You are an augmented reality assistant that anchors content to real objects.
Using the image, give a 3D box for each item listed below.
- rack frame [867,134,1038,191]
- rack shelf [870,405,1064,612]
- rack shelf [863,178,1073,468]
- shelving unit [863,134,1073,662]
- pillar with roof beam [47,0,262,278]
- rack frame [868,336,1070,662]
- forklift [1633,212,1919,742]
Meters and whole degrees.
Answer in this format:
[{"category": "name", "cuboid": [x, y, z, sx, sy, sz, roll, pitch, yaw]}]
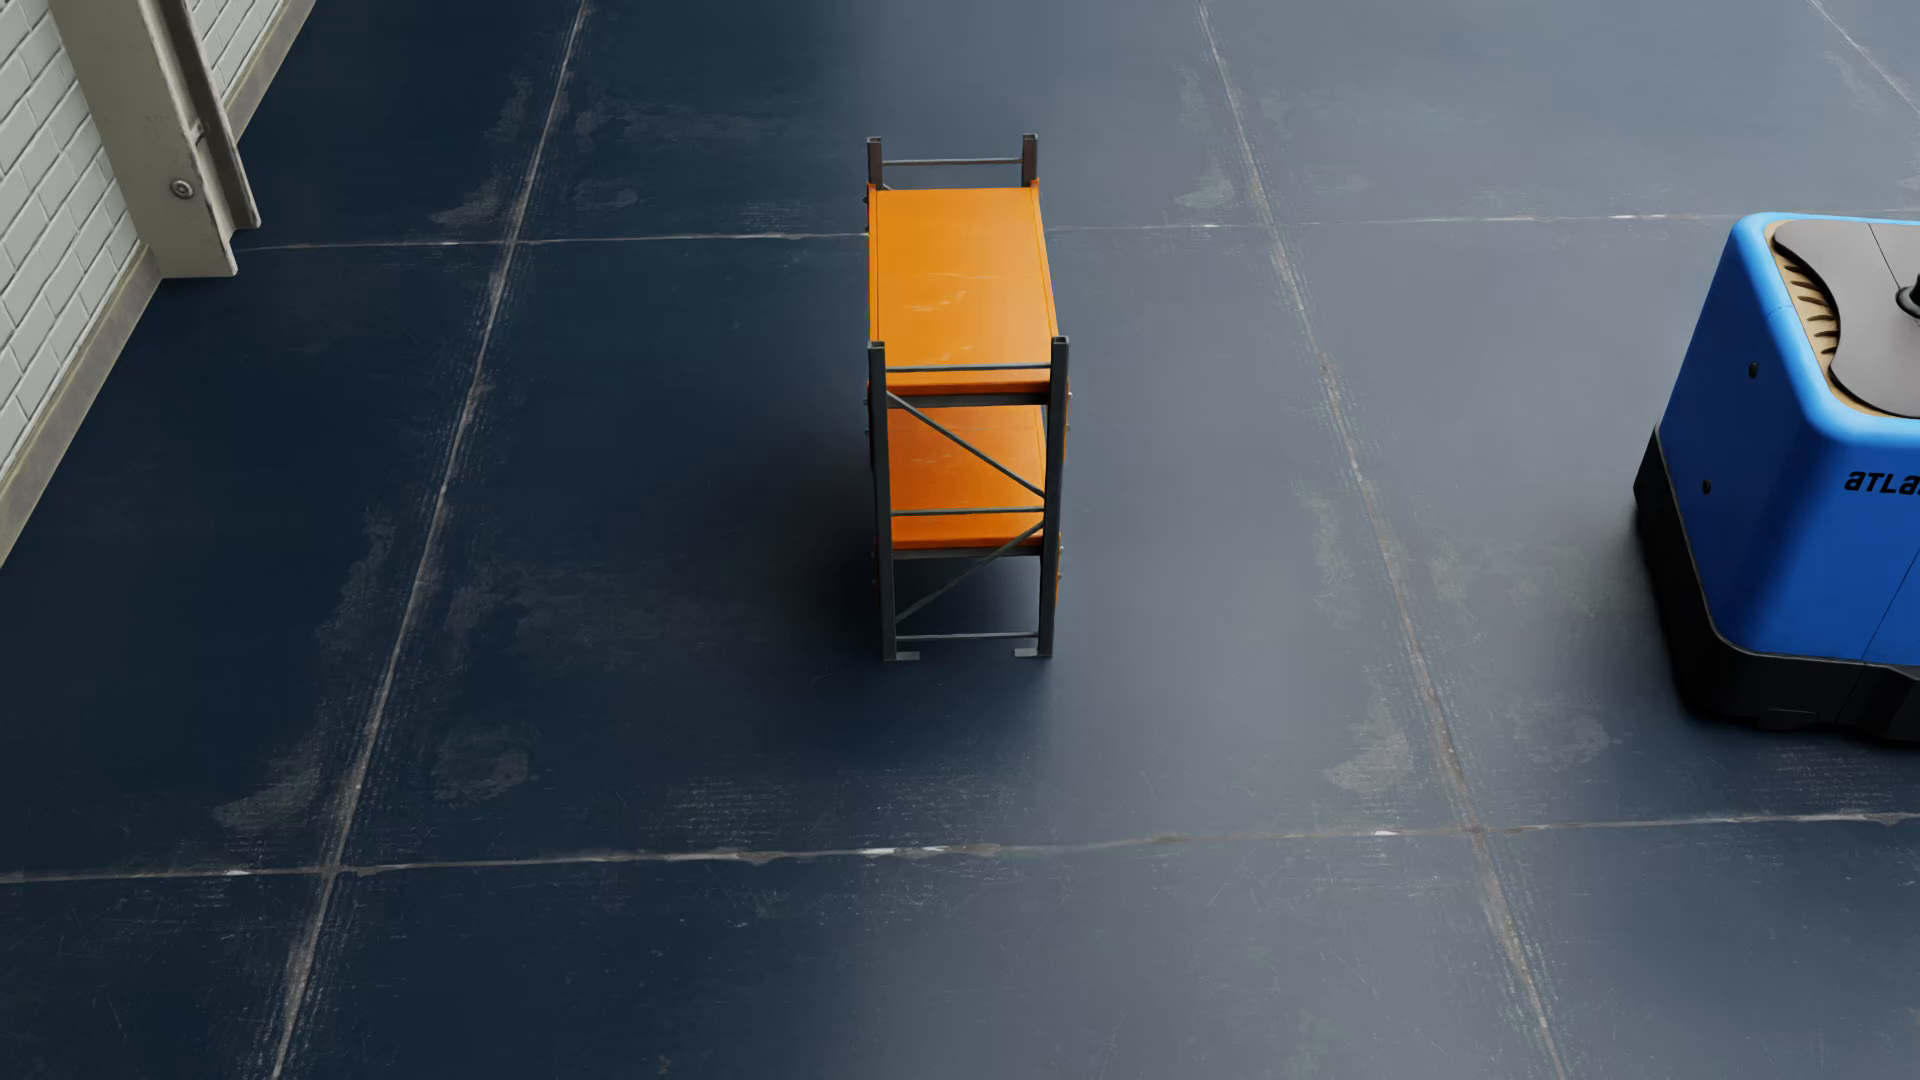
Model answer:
[{"category": "rack frame", "cuboid": [-0.022, -0.762, 5.249, 0.500, 1.125, 0.032, -2, 43, -2]}, {"category": "rack shelf", "cuboid": [0.000, -0.239, 5.040, 0.538, 0.278, 1.000, -2, 43, -2]}, {"category": "rack shelf", "cuboid": [0.000, -0.635, 4.677, 0.538, 0.278, 1.000, -2, 43, -2]}, {"category": "shelving unit", "cuboid": [0.000, -0.419, 4.875, 0.538, 1.125, 1.048, -2, 43, -2]}, {"category": "pillar with roof beam", "cuboid": [1.368, -4.577, 3.584, 9.100, 9.000, 0.400, -2, 43, -2]}, {"category": "rack frame", "cuboid": [0.021, -0.076, 4.500, 0.500, 1.125, 0.032, -2, 43, -2]}, {"category": "forklift", "cuboid": [3.602, -0.774, 3.925, 3.031, 2.935, 1.130, 5, 43, 5]}]
